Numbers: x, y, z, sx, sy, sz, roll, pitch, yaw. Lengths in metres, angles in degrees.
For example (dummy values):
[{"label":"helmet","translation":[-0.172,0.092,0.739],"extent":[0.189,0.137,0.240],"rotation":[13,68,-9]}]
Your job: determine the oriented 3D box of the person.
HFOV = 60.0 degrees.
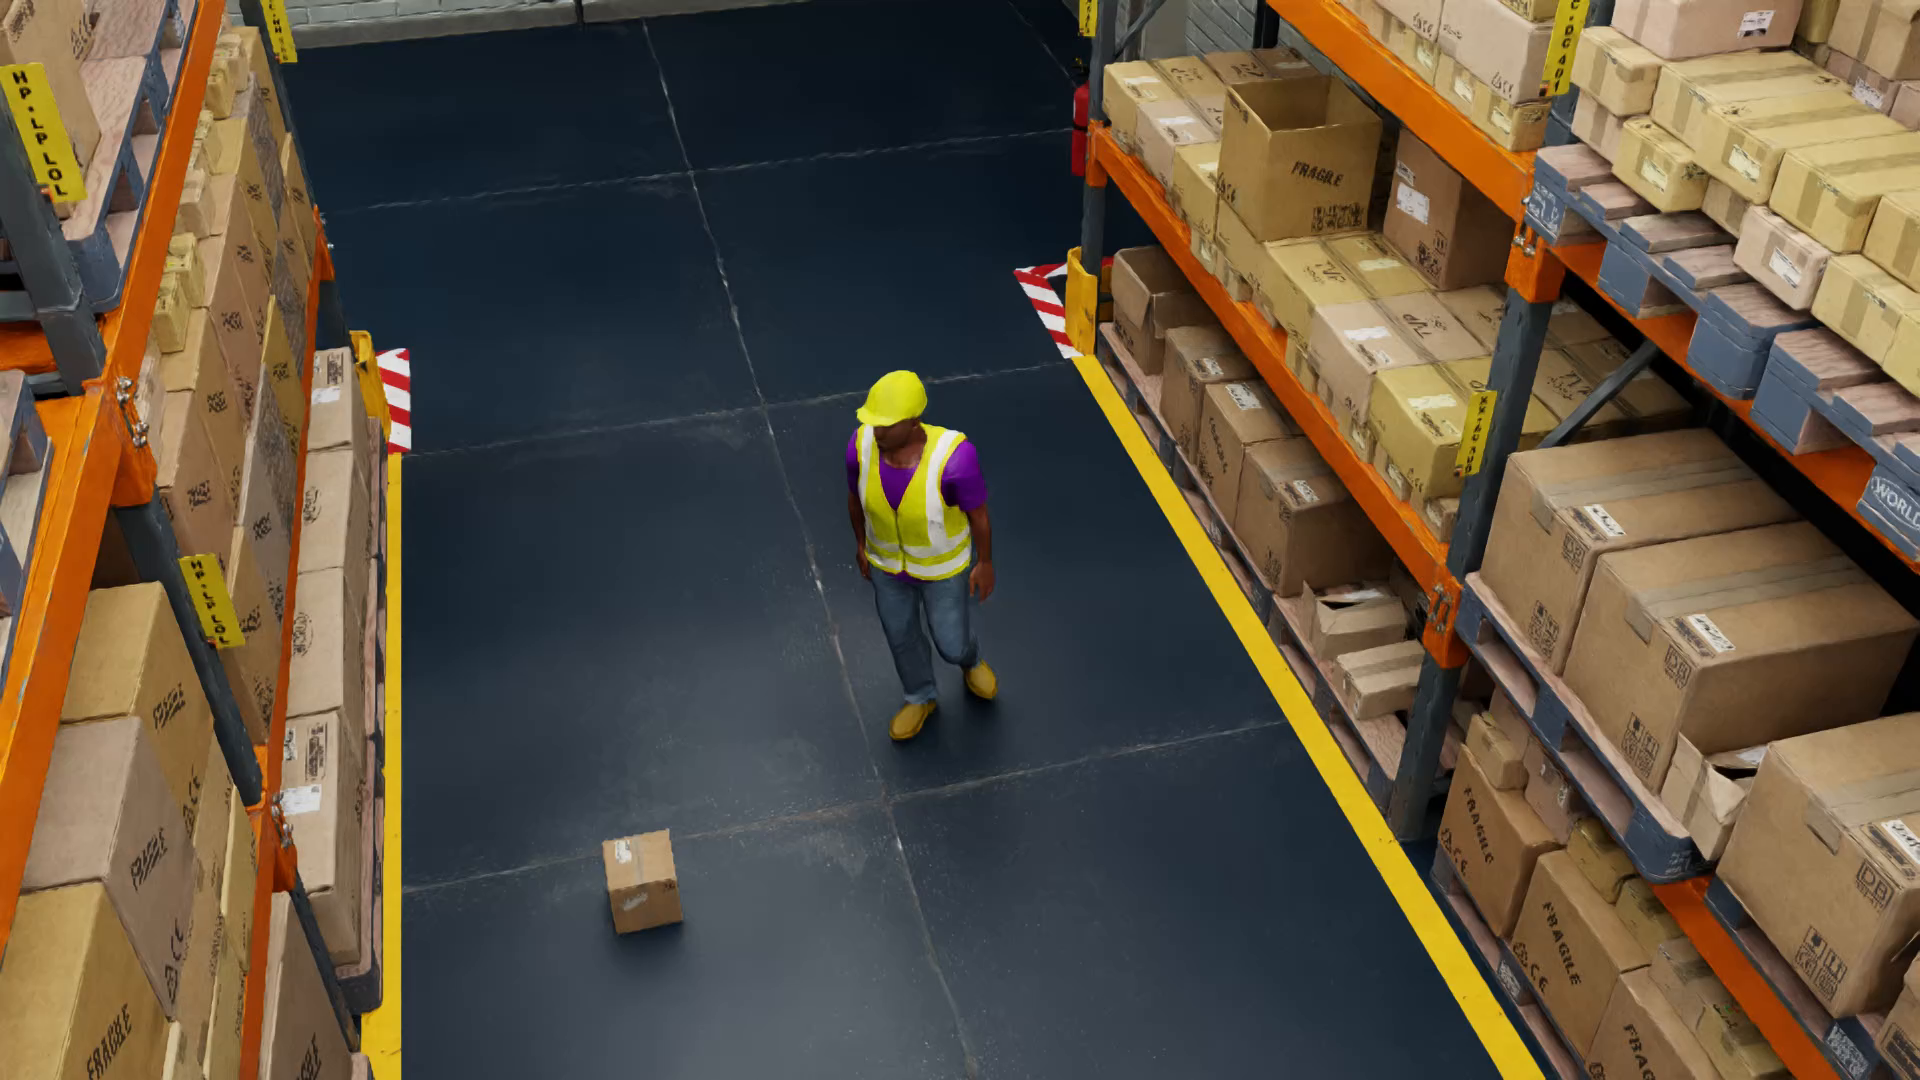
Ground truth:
[{"label":"person","translation":[-0.144,0.037,6.648],"extent":[0.613,1.758,0.575],"rotation":[12,40,15]}]
